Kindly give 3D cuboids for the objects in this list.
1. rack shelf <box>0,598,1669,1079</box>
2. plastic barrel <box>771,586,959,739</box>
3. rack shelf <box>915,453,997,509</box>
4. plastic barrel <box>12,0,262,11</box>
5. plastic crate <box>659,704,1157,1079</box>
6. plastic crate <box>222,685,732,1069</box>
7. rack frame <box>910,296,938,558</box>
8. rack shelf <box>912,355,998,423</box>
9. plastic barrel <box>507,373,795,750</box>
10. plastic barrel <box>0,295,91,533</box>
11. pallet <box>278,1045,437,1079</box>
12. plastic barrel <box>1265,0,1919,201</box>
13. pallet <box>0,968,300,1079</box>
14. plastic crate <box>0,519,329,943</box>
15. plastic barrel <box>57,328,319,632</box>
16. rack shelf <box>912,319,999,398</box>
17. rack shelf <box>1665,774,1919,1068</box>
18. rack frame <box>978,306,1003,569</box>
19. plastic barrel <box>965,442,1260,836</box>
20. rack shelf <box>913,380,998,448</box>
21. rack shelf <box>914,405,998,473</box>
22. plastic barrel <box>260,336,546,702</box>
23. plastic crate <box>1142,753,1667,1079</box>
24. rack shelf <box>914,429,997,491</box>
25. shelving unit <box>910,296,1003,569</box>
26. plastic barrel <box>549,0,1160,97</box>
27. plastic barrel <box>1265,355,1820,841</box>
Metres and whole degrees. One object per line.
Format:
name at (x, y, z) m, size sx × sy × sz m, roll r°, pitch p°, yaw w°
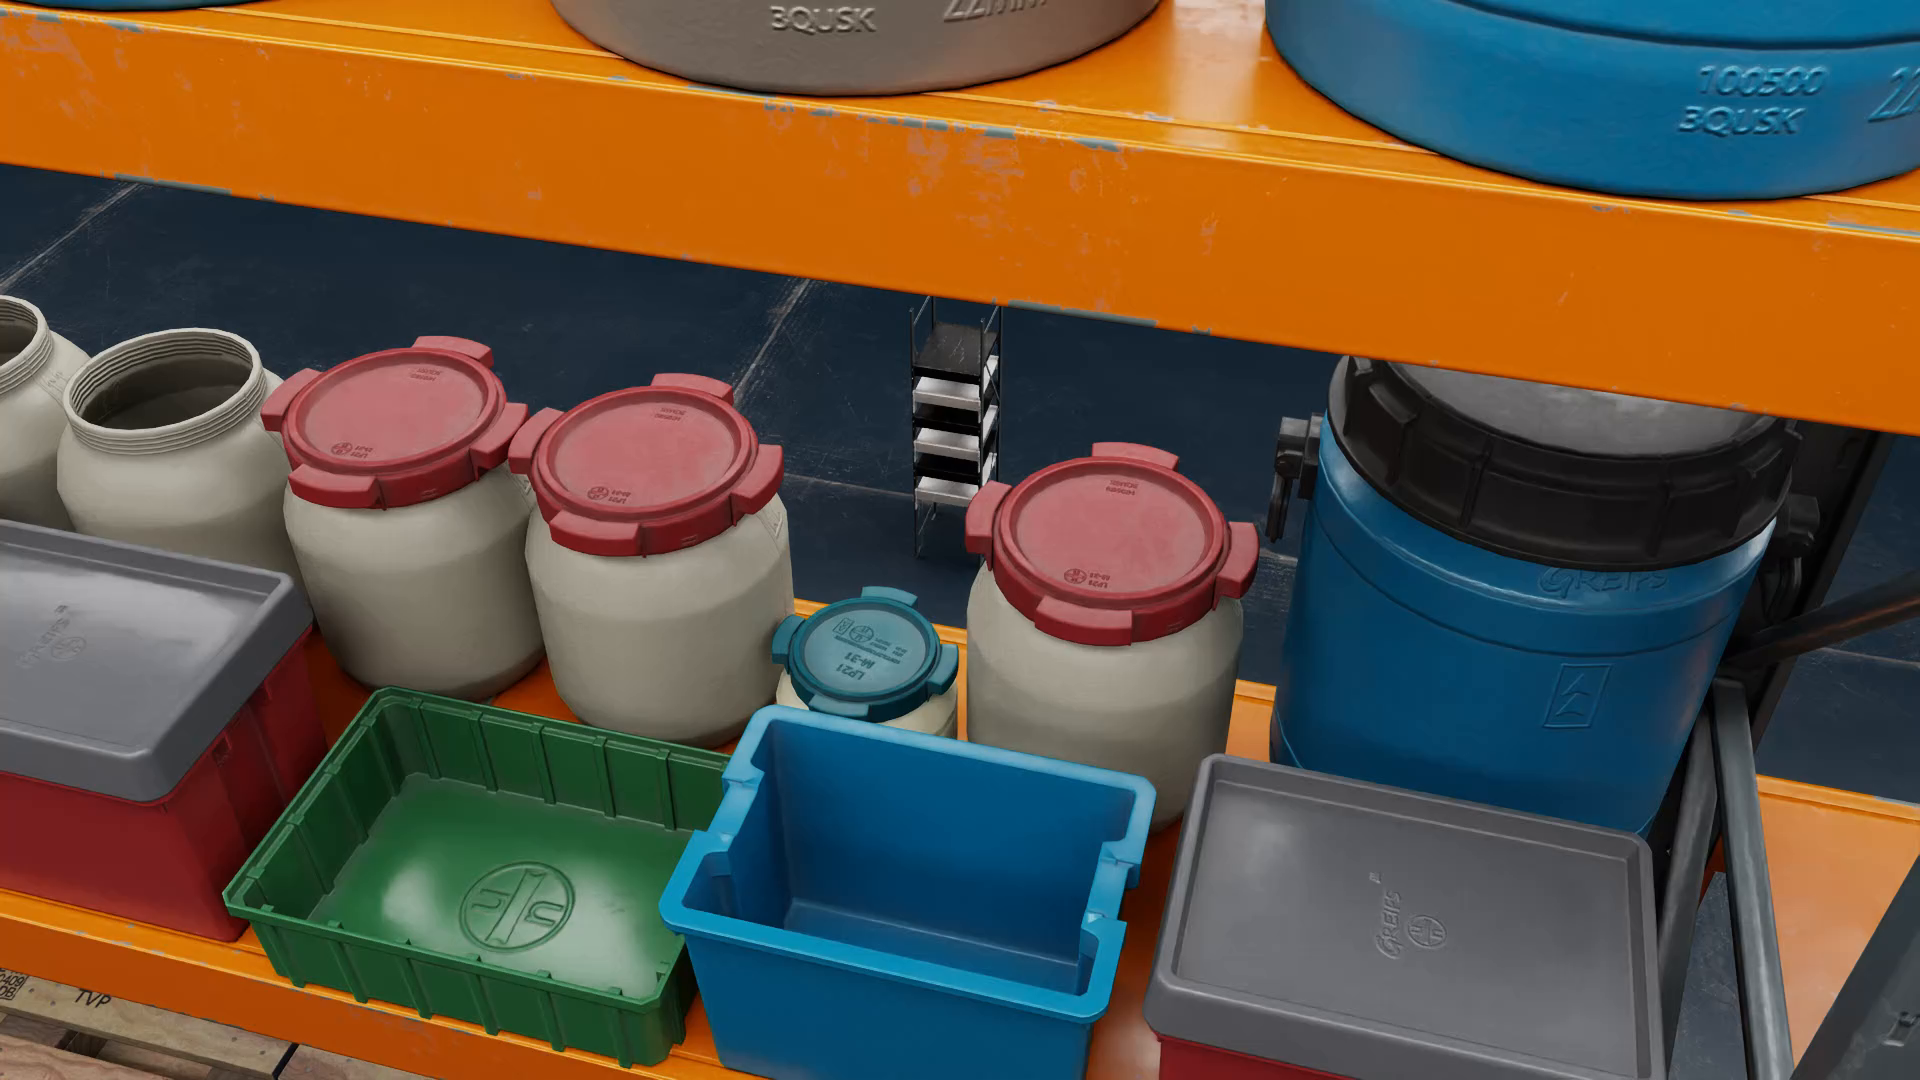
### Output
rack shelf at (-0.844, 0.472, 2.916) m, size 4.000 × 0.370 × 1.077 m, roll 10°, pitch 41°, yaw 11°
plastic barrel at (-0.150, 0.266, 2.708) m, size 0.301 × 0.262 × 0.301 m, roll 0°, pitch 40°, yaw 0°
rack shelf at (-0.008, -0.183, 5.099) m, size 0.200 × 0.077 × 0.258 m, roll 10°, pitch 41°, yaw 11°
plastic barrel at (-0.722, -0.979, 1.361) m, size 0.708 × 0.901 × 0.600 m, roll 10°, pitch 41°, yaw 11°
plastic crate at (-0.058, 0.545, 2.282) m, size 0.575 × 0.384 × 0.392 m, roll 10°, pitch 41°, yaw 11°
plastic crate at (-0.667, 0.496, 2.492) m, size 0.662 × 0.188 × 0.450 m, roll 10°, pitch 41°, yaw 11°
rack frame at (-0.106, -0.363, 4.982) m, size 0.006 × 0.900 × 0.240 m, roll 10°, pitch 41°, yaw 11°
rack shelf at (-0.008, -0.458, 4.868) m, size 0.200 × 0.077 × 0.258 m, roll 10°, pitch 41°, yaw 11°
plastic barrel at (-0.488, 0.059, 2.741) m, size 0.433 × 0.535 × 0.433 m, roll 0°, pitch 40°, yaw 0°
plastic barrel at (-1.727, -0.141, 2.999) m, size 0.421 × 0.512 × 0.421 m, roll 0°, pitch 40°, yaw 0°
pallet at (-0.862, 1.288, 3.552) m, size 1.213 × 0.211 × 1.003 m, roll 10°, pitch 41°, yaw 11°
plastic barrel at (0.541, -0.762, 1.103) m, size 0.708 × 0.901 × 0.600 m, roll 10°, pitch 41°, yaw 11°
pallet at (-2.037, 1.084, 3.795) m, size 1.213 × 0.211 × 1.003 m, roll 10°, pitch 41°, yaw 11°
plastic crate at (-1.294, 0.298, 2.513) m, size 0.583 × 0.464 × 0.402 m, roll 10°, pitch 41°, yaw 11°
plastic barrel at (-1.320, -0.071, 2.915) m, size 0.421 × 0.512 × 0.421 m, roll 0°, pitch 40°, yaw 0°
rack shelf at (-0.008, -0.527, 4.810) m, size 0.200 × 0.077 × 0.258 m, roll 10°, pitch 41°, yaw 11°
rack shelf at (3.021, 1.136, 2.124) m, size 4.000 × 0.370 × 1.077 m, roll 10°, pitch 41°, yaw 11°
rack frame at (0.090, -0.329, 4.942) m, size 0.006 × 0.900 × 0.240 m, roll 10°, pitch 41°, yaw 11°
plastic barrel at (0.221, 0.181, 2.596) m, size 0.433 × 0.535 × 0.433 m, roll 0°, pitch 40°, yaw 0°
rack shelf at (-0.008, -0.389, 4.926) m, size 0.200 × 0.077 × 0.258 m, roll 10°, pitch 41°, yaw 11°
rack shelf at (-0.008, -0.320, 4.984) m, size 0.200 × 0.077 × 0.258 m, roll 10°, pitch 41°, yaw 11°
plastic barrel at (-0.906, -0.013, 2.827) m, size 0.433 × 0.535 × 0.433 m, roll 0°, pitch 40°, yaw 0°
plastic crate at (0.542, 0.614, 2.137) m, size 0.583 × 0.464 × 0.402 m, roll 10°, pitch 41°, yaw 11°
rack shelf at (-0.008, -0.252, 5.042) m, size 0.200 × 0.077 × 0.258 m, roll 10°, pitch 41°, yaw 11°
shelving unit at (-0.008, -0.346, 4.962) m, size 0.210 × 0.900 × 0.258 m, roll 10°, pitch 41°, yaw 11°
plastic barrel at (-0.091, -0.871, 1.232) m, size 0.600 × 0.901 × 0.600 m, roll 0°, pitch 40°, yaw 0°
plastic barrel at (0.794, 0.084, 2.428) m, size 0.708 × 0.901 × 0.600 m, roll 10°, pitch 41°, yaw 11°
